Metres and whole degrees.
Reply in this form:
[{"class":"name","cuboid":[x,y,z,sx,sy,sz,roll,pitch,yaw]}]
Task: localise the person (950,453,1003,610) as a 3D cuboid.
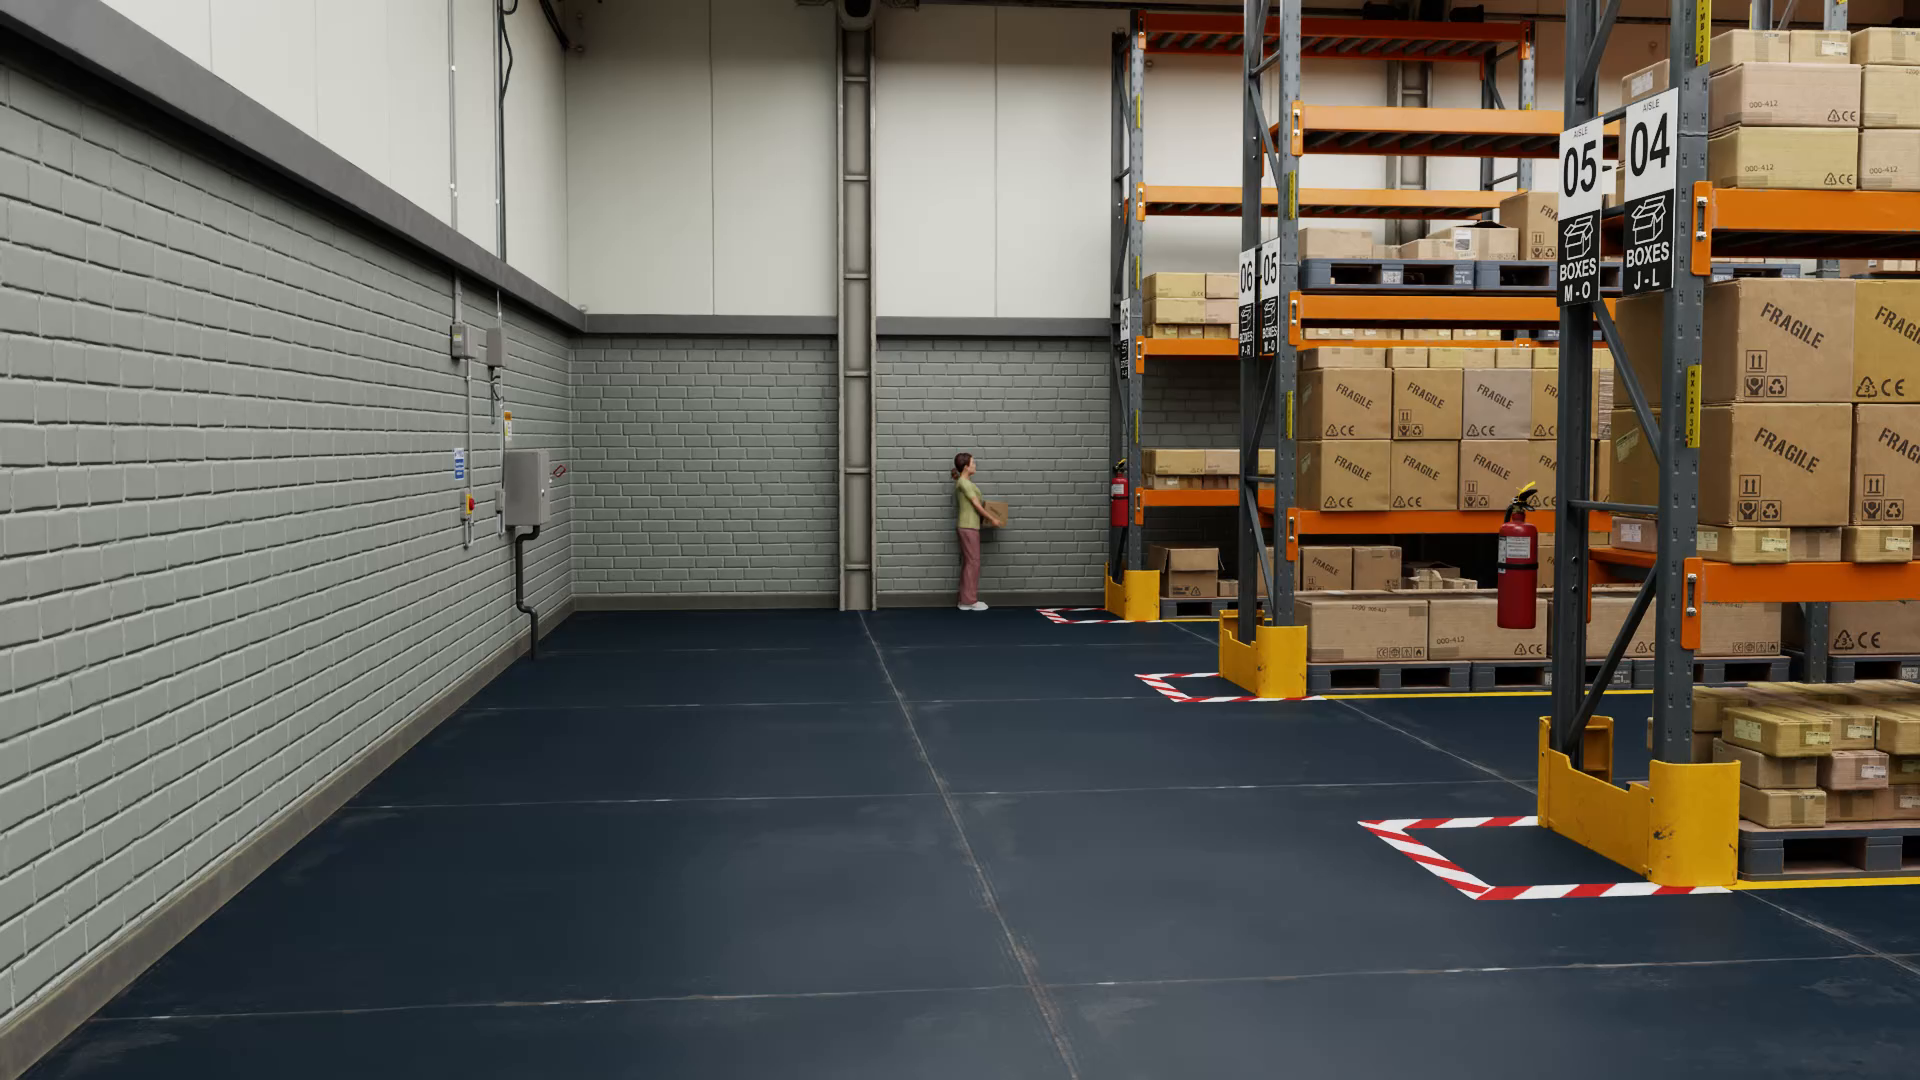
[{"class":"person","cuboid":[0.166,-0.094,17.662,0.547,1.666,0.426,0,3,-6]}]
